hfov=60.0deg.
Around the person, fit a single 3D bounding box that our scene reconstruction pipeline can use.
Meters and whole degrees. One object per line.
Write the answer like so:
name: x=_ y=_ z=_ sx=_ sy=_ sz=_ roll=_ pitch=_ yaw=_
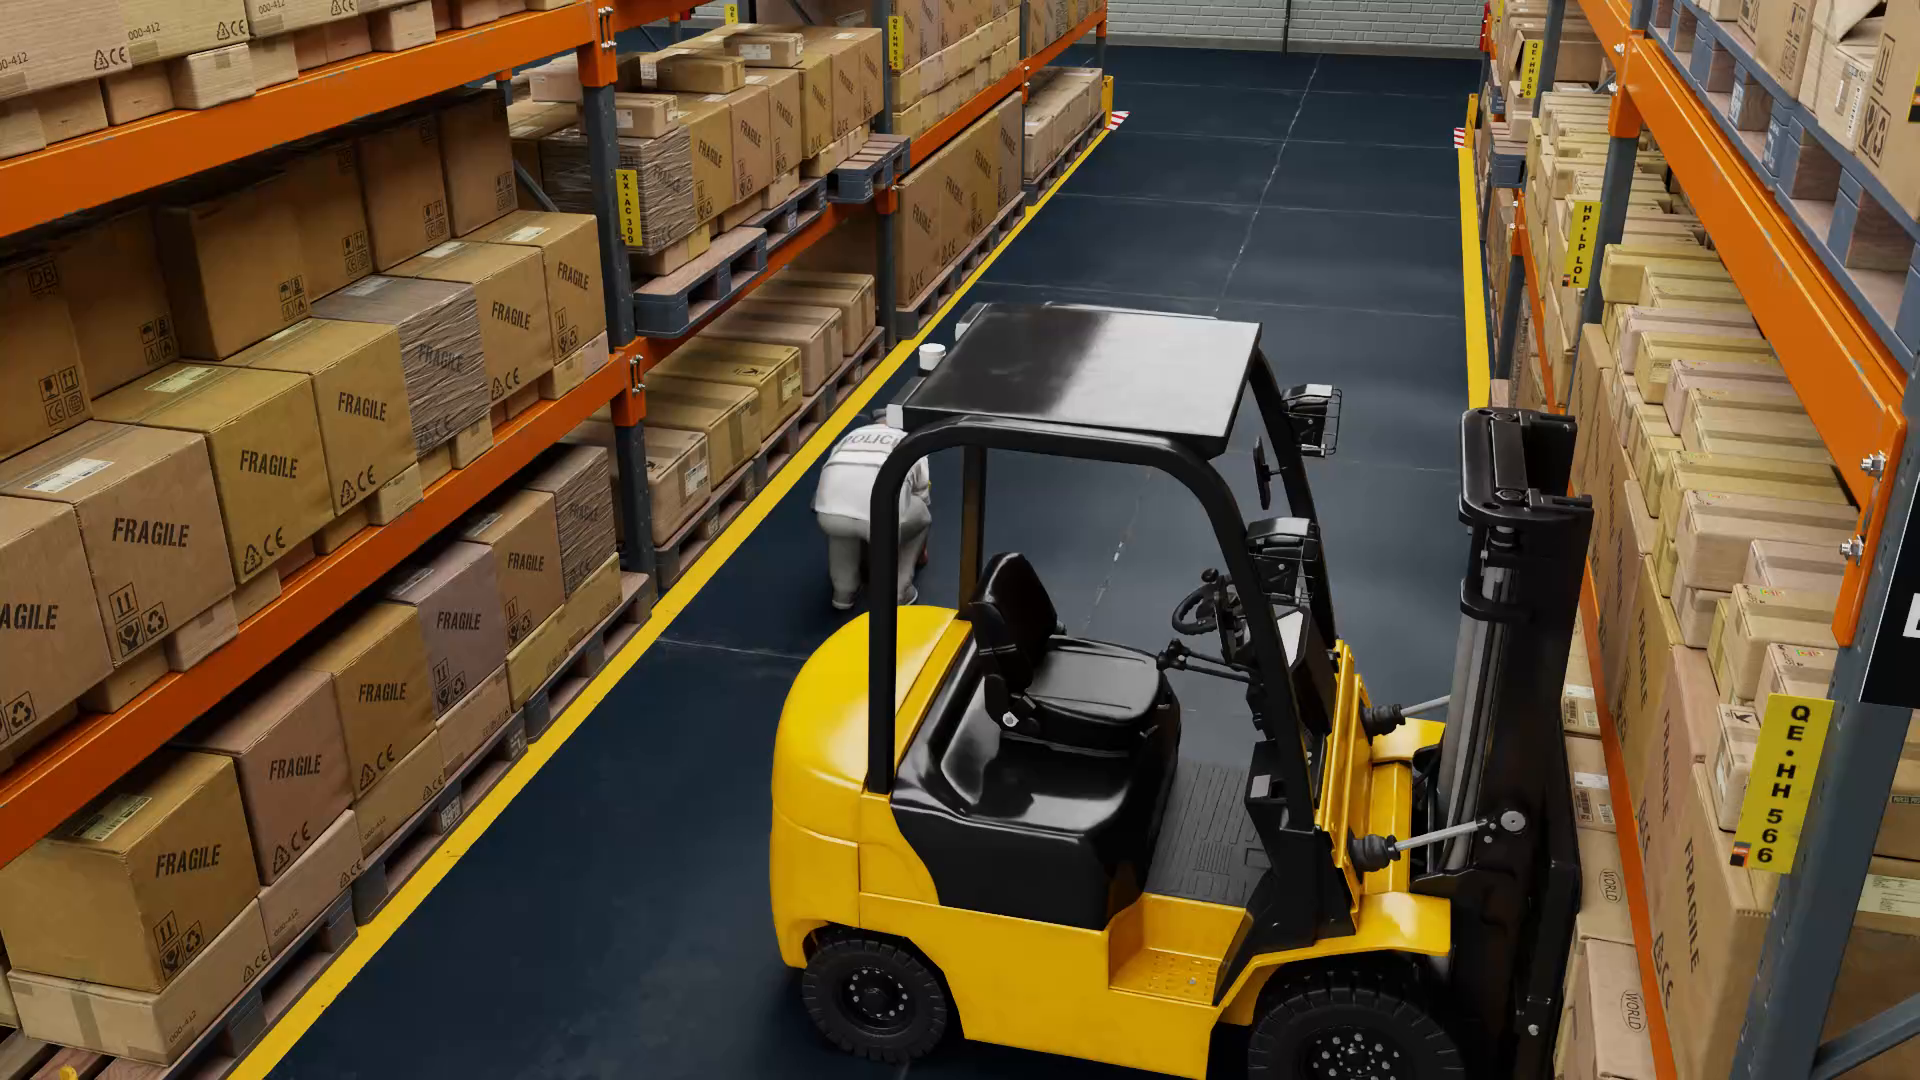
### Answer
person: x=-0.396 y=-0.131 z=7.999 sx=0.525 sy=0.841 sz=1.030 roll=5 pitch=26 yaw=11
